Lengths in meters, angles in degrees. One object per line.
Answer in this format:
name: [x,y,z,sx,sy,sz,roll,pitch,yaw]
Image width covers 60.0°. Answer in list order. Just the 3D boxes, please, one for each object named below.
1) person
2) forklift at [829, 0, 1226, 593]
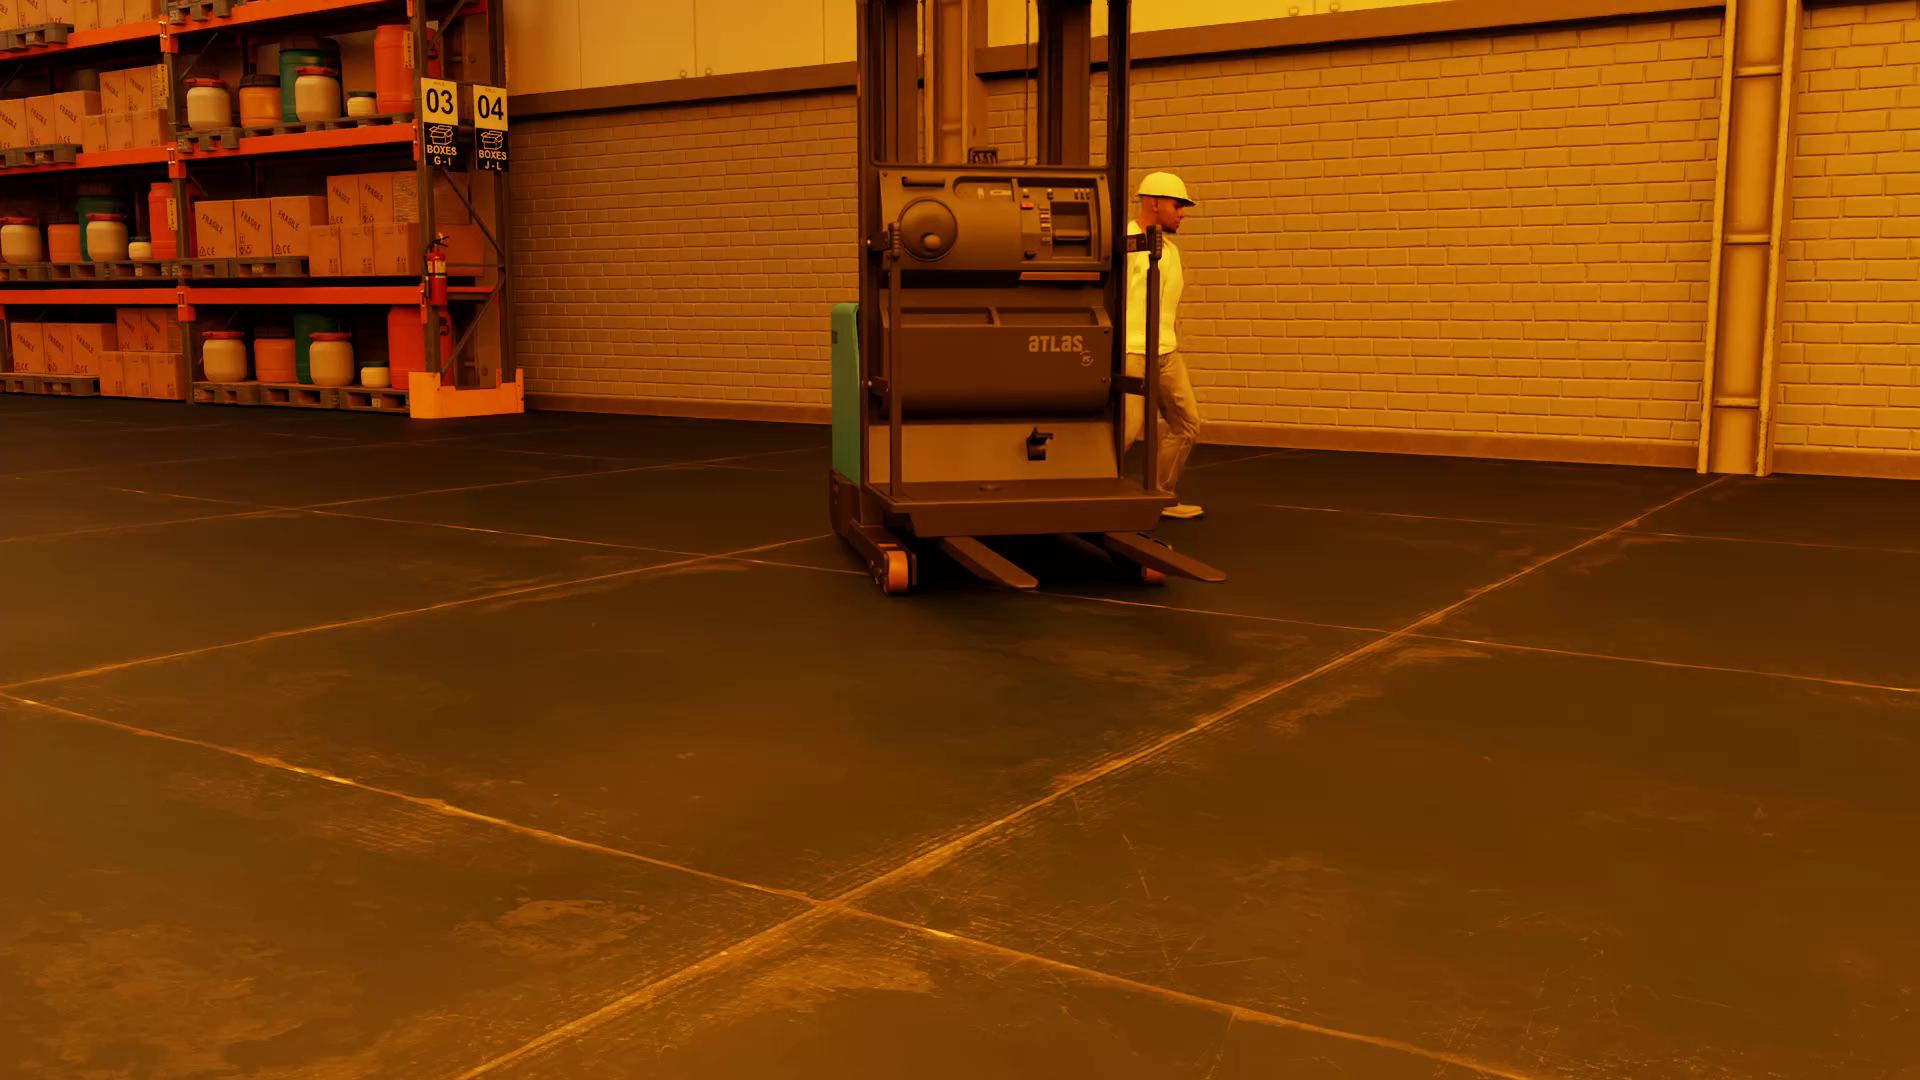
person: [0.817,-0.909,8.103,0.879,1.740,0.487,-7,11,-41]
forklift: [0.189,-1.307,6.383,1.130,2.935,3.031,-2,8,-12]
